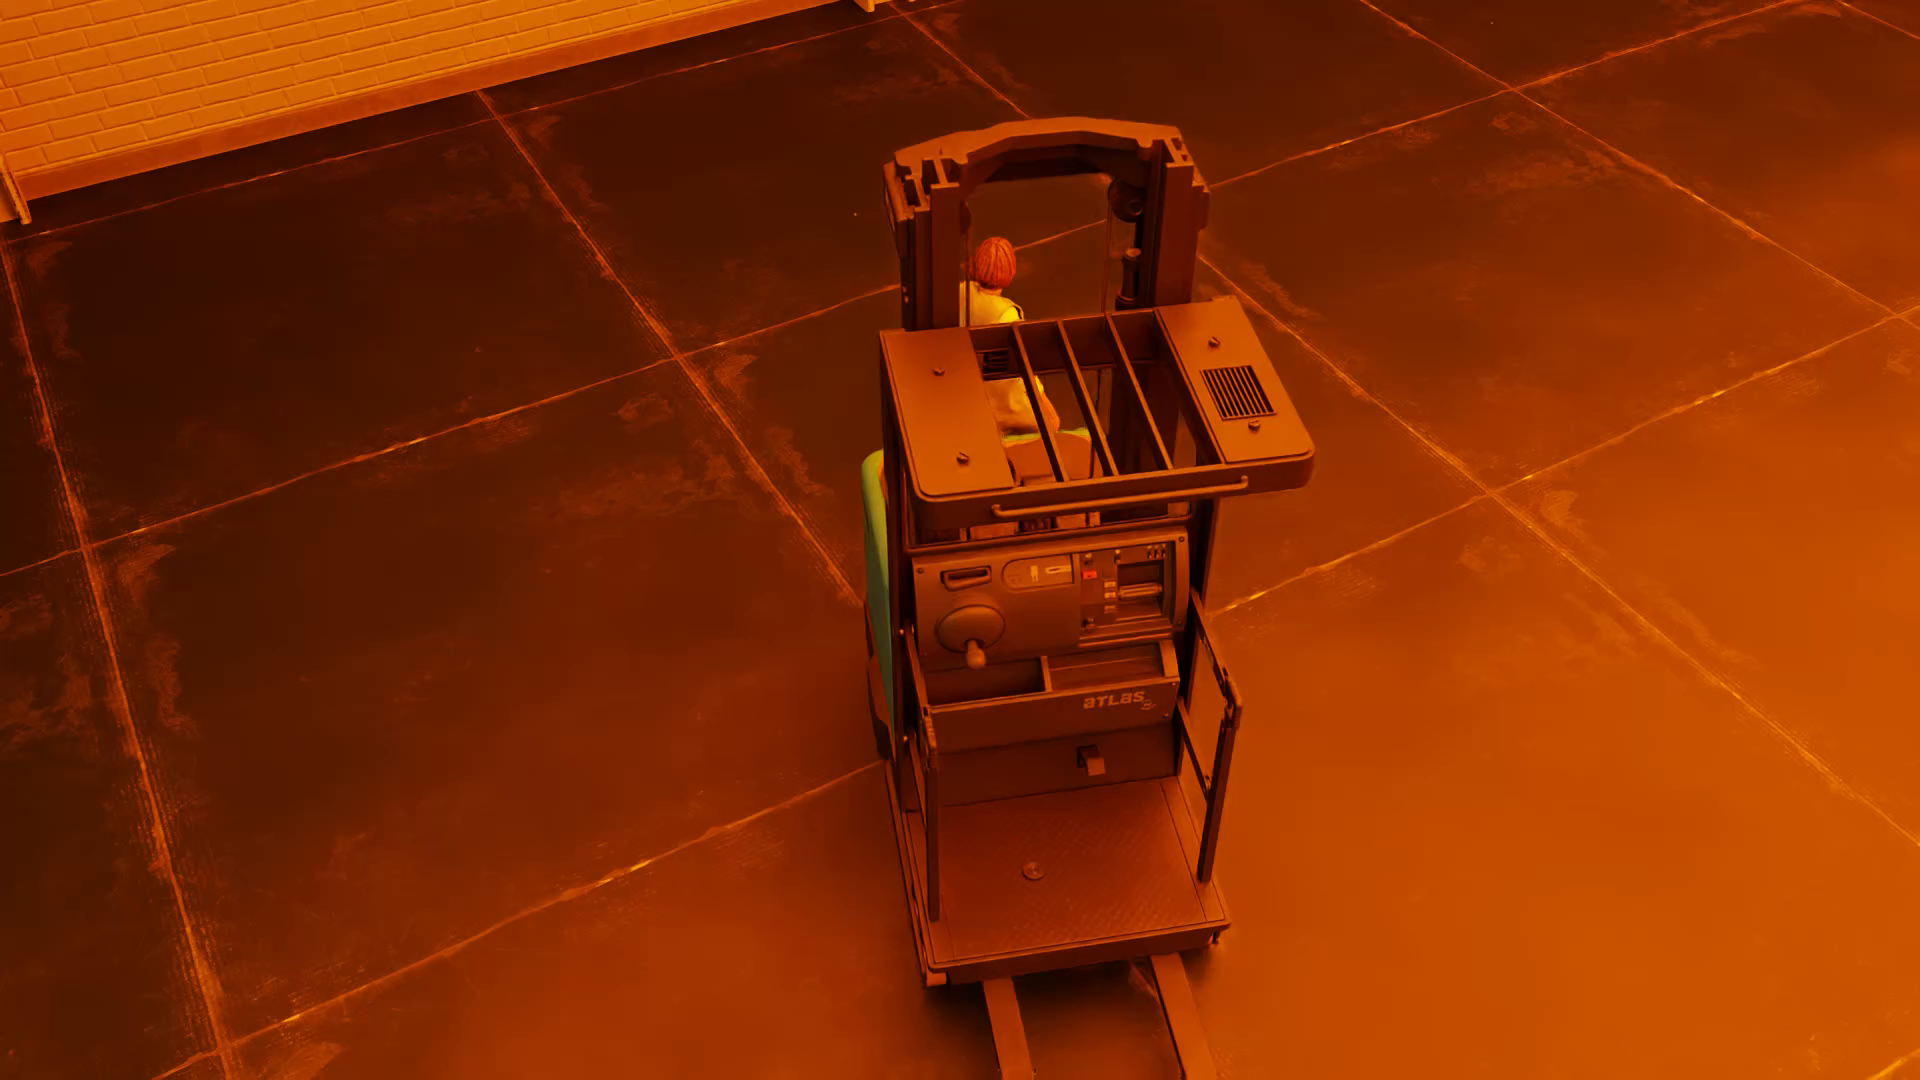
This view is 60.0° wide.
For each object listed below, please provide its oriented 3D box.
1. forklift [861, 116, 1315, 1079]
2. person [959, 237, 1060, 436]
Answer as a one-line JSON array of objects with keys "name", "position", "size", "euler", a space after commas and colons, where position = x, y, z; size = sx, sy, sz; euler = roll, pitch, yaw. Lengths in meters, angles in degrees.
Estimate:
[{"name": "forklift", "position": [0.347, 0.284, 5.391], "size": [1.130, 2.935, 3.031], "euler": [-7, 43, -7]}, {"name": "person", "position": [0.225, -0.690, 7.482], "size": [0.516, 1.543, 0.751], "euler": [-31, 51, -29]}]
